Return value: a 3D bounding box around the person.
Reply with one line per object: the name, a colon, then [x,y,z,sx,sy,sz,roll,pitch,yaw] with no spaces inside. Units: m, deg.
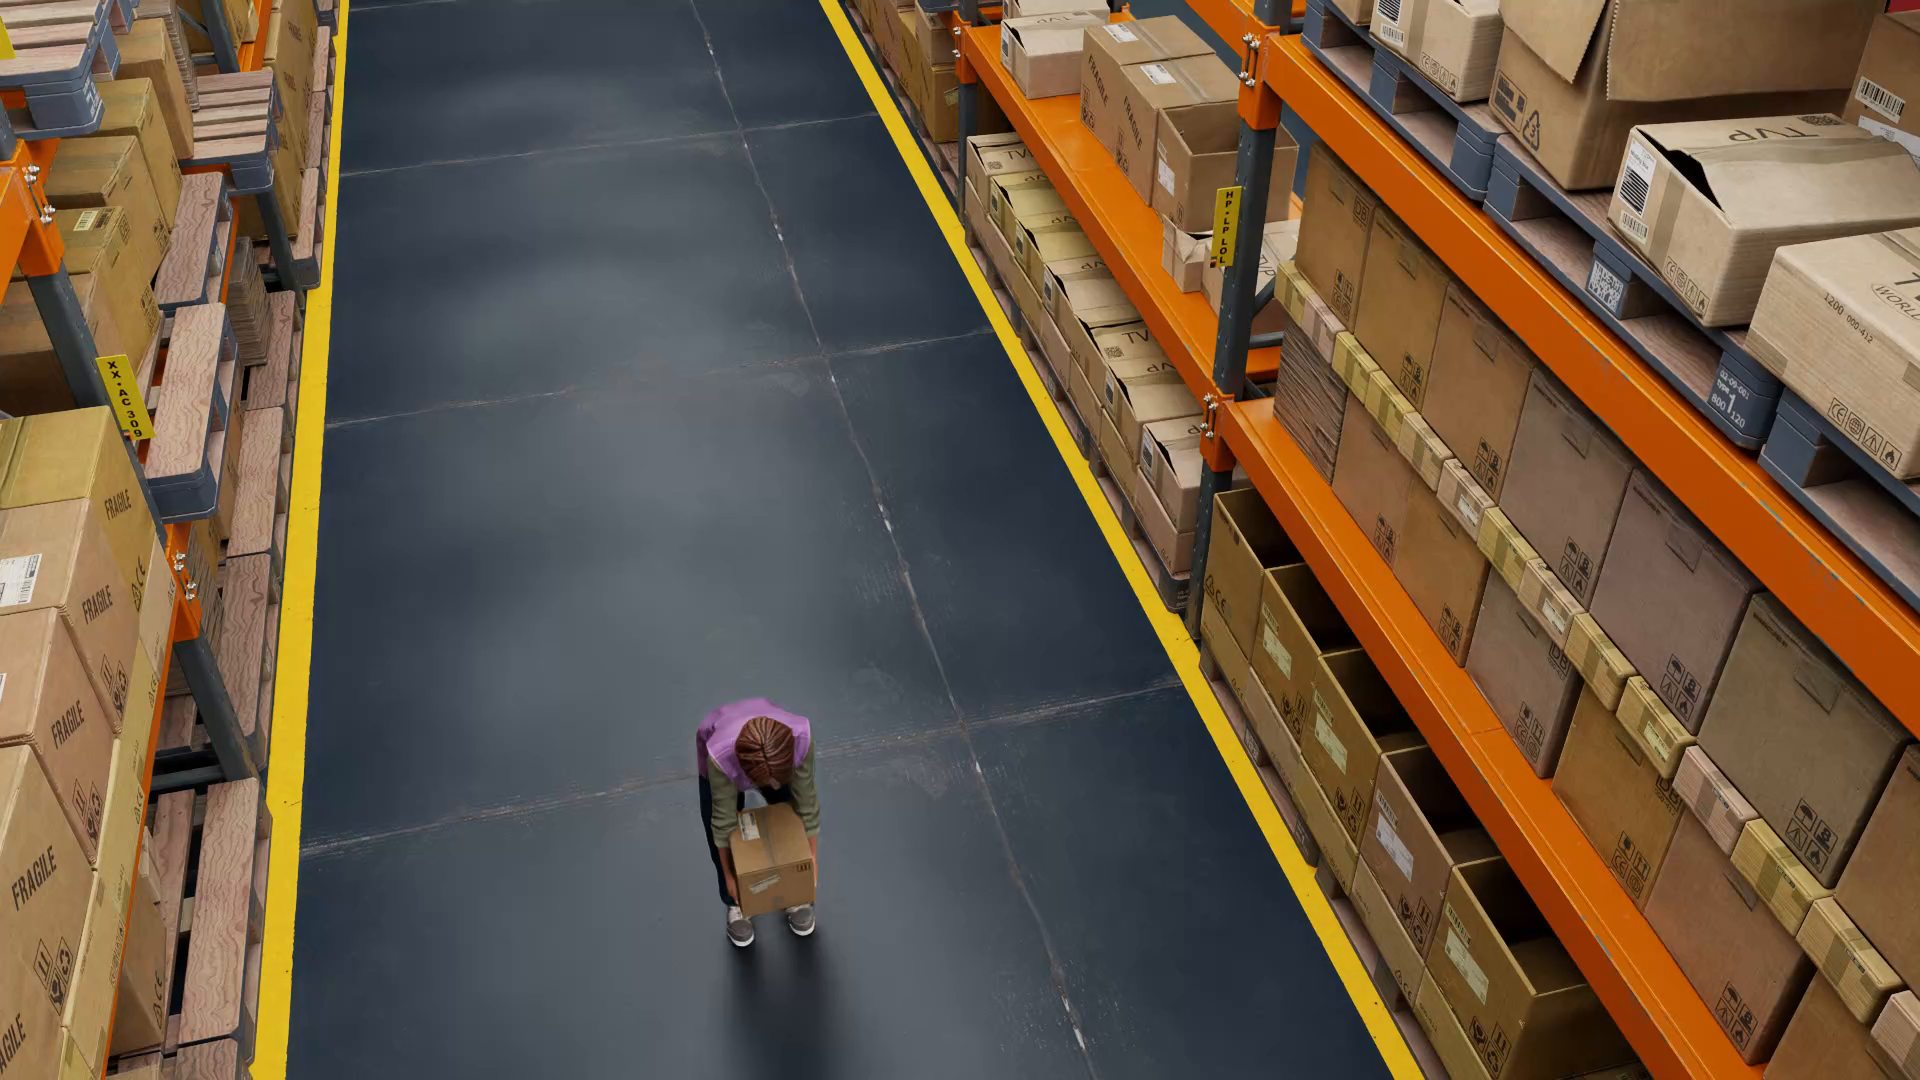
person: [-0.680,0.970,5.705,0.381,1.359,0.727,-10,40,-13]
